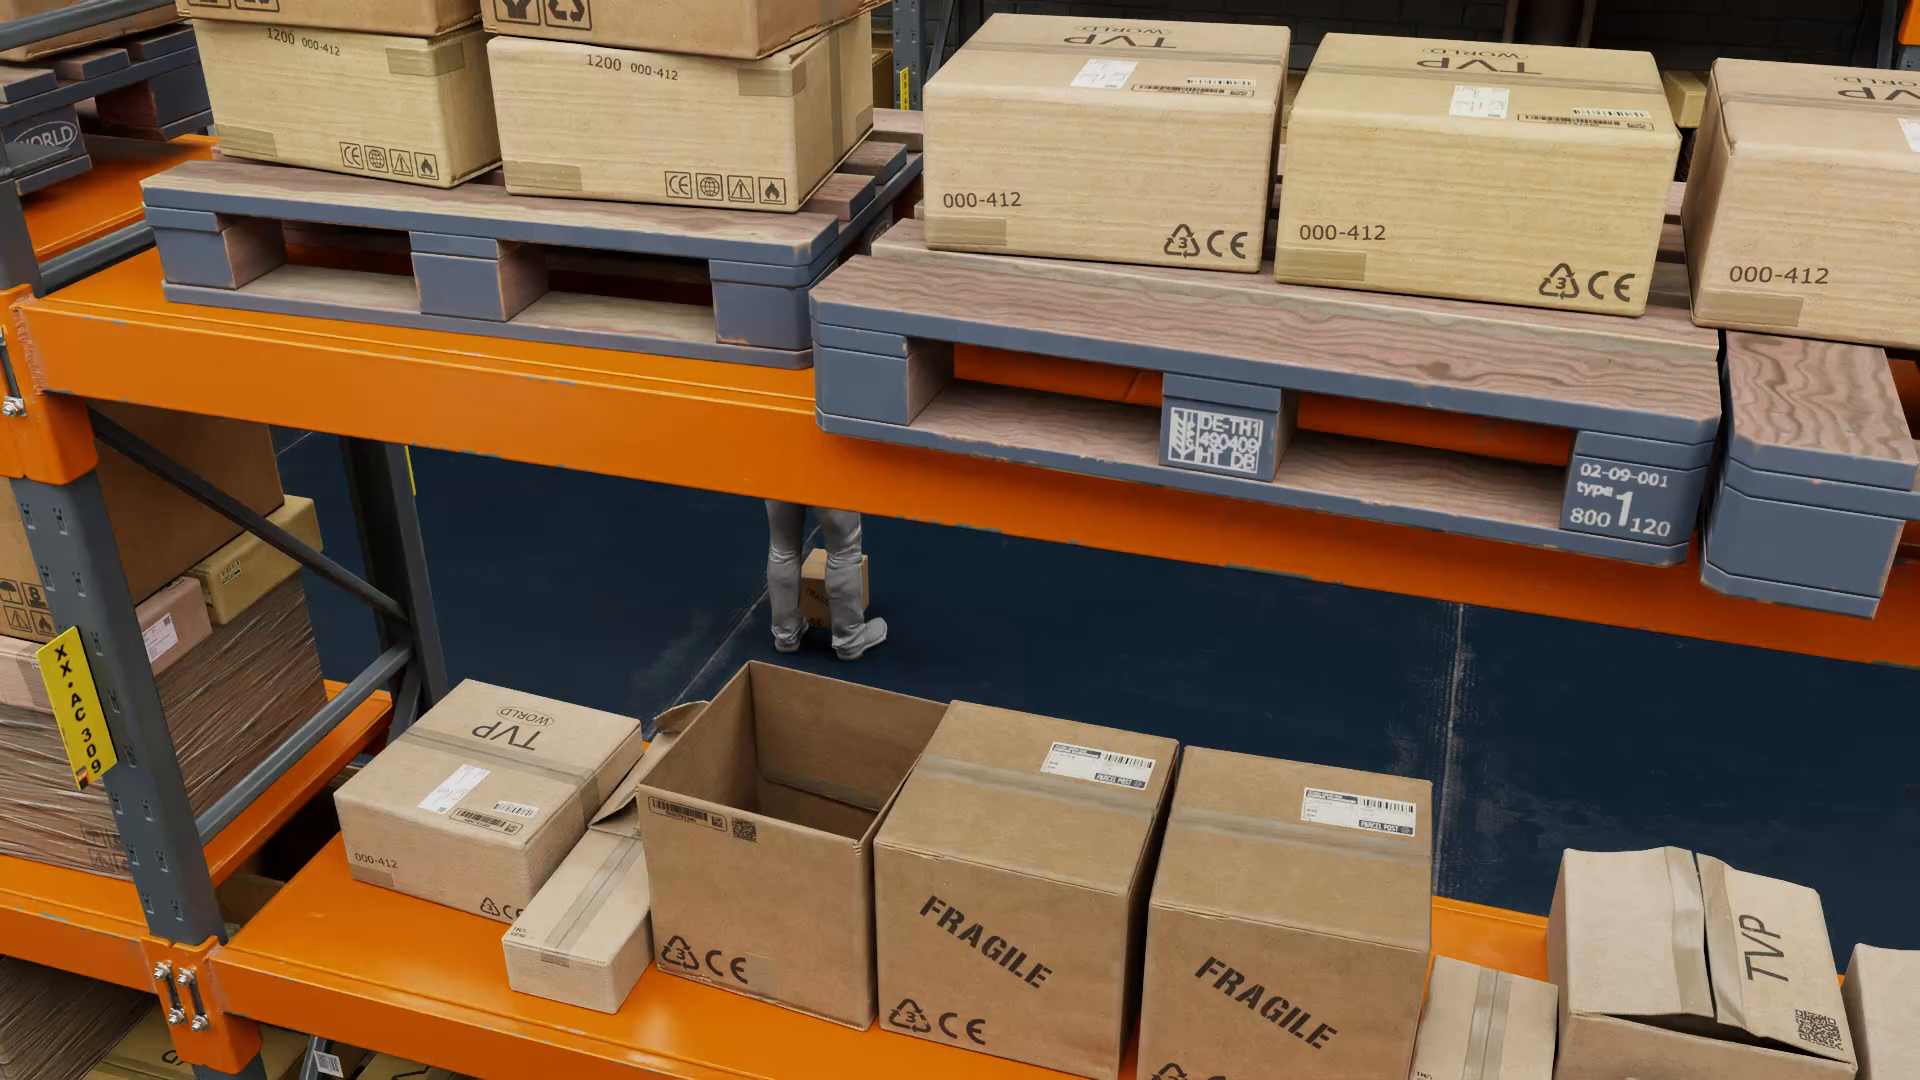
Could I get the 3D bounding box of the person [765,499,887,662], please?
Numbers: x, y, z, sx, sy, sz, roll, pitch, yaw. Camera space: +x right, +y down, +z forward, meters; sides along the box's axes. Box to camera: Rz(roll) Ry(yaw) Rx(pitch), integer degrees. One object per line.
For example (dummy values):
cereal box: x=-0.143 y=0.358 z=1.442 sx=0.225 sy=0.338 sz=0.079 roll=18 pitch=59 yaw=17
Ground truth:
person: x=-0.610 y=-0.335 z=6.710 sx=0.626 sy=1.761 sz=0.458 roll=9 pitch=30 yaw=15
